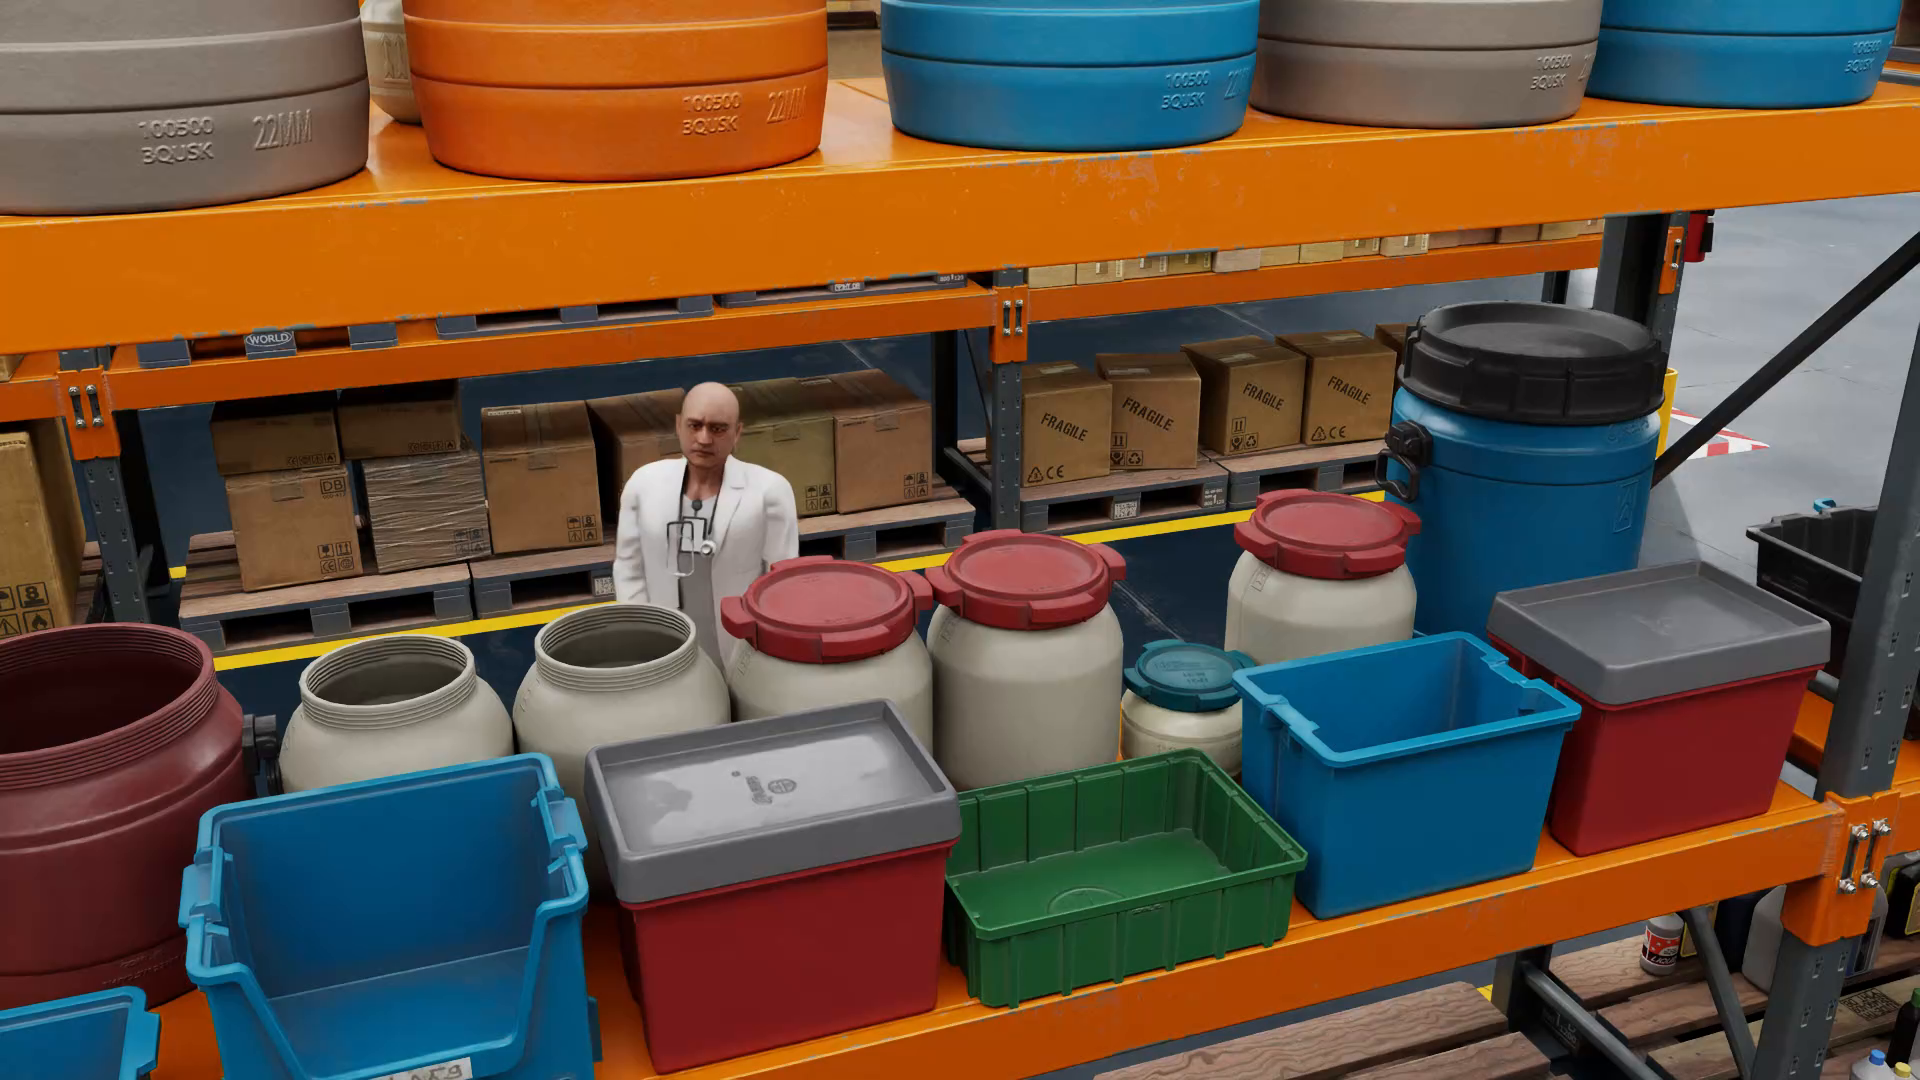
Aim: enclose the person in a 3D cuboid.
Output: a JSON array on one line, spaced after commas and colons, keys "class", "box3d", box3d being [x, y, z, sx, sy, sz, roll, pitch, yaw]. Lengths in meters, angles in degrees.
[{"class": "person", "box3d": [-0.797, 0.414, 5.049, 0.621, 1.790, 0.451, 2, 22, 5]}]
